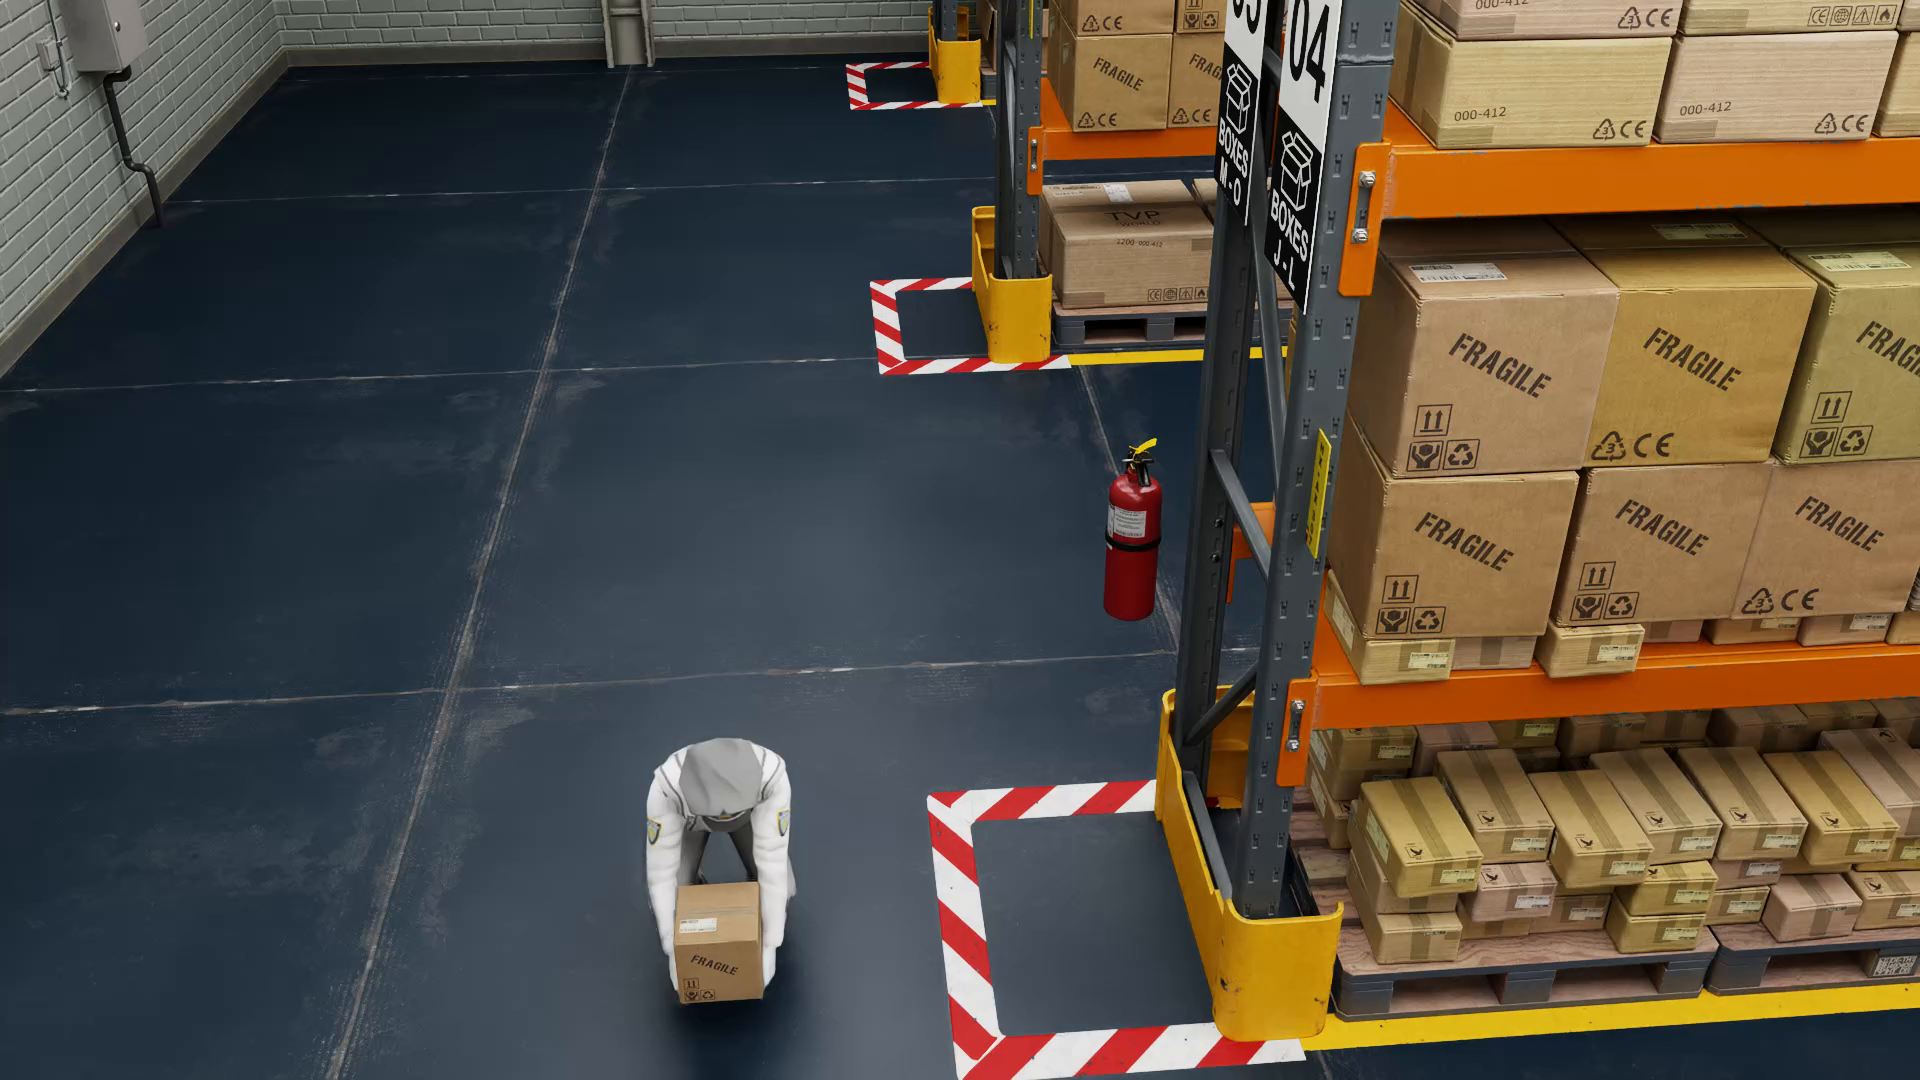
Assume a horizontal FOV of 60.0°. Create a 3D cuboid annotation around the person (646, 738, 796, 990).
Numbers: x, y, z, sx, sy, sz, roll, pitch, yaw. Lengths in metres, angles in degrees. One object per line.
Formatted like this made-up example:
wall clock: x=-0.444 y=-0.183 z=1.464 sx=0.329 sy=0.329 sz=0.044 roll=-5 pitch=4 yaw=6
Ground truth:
person: x=-0.765 y=0.930 z=5.281 sx=0.470 sy=0.977 sz=0.832 roll=-3 pitch=31 yaw=-5
